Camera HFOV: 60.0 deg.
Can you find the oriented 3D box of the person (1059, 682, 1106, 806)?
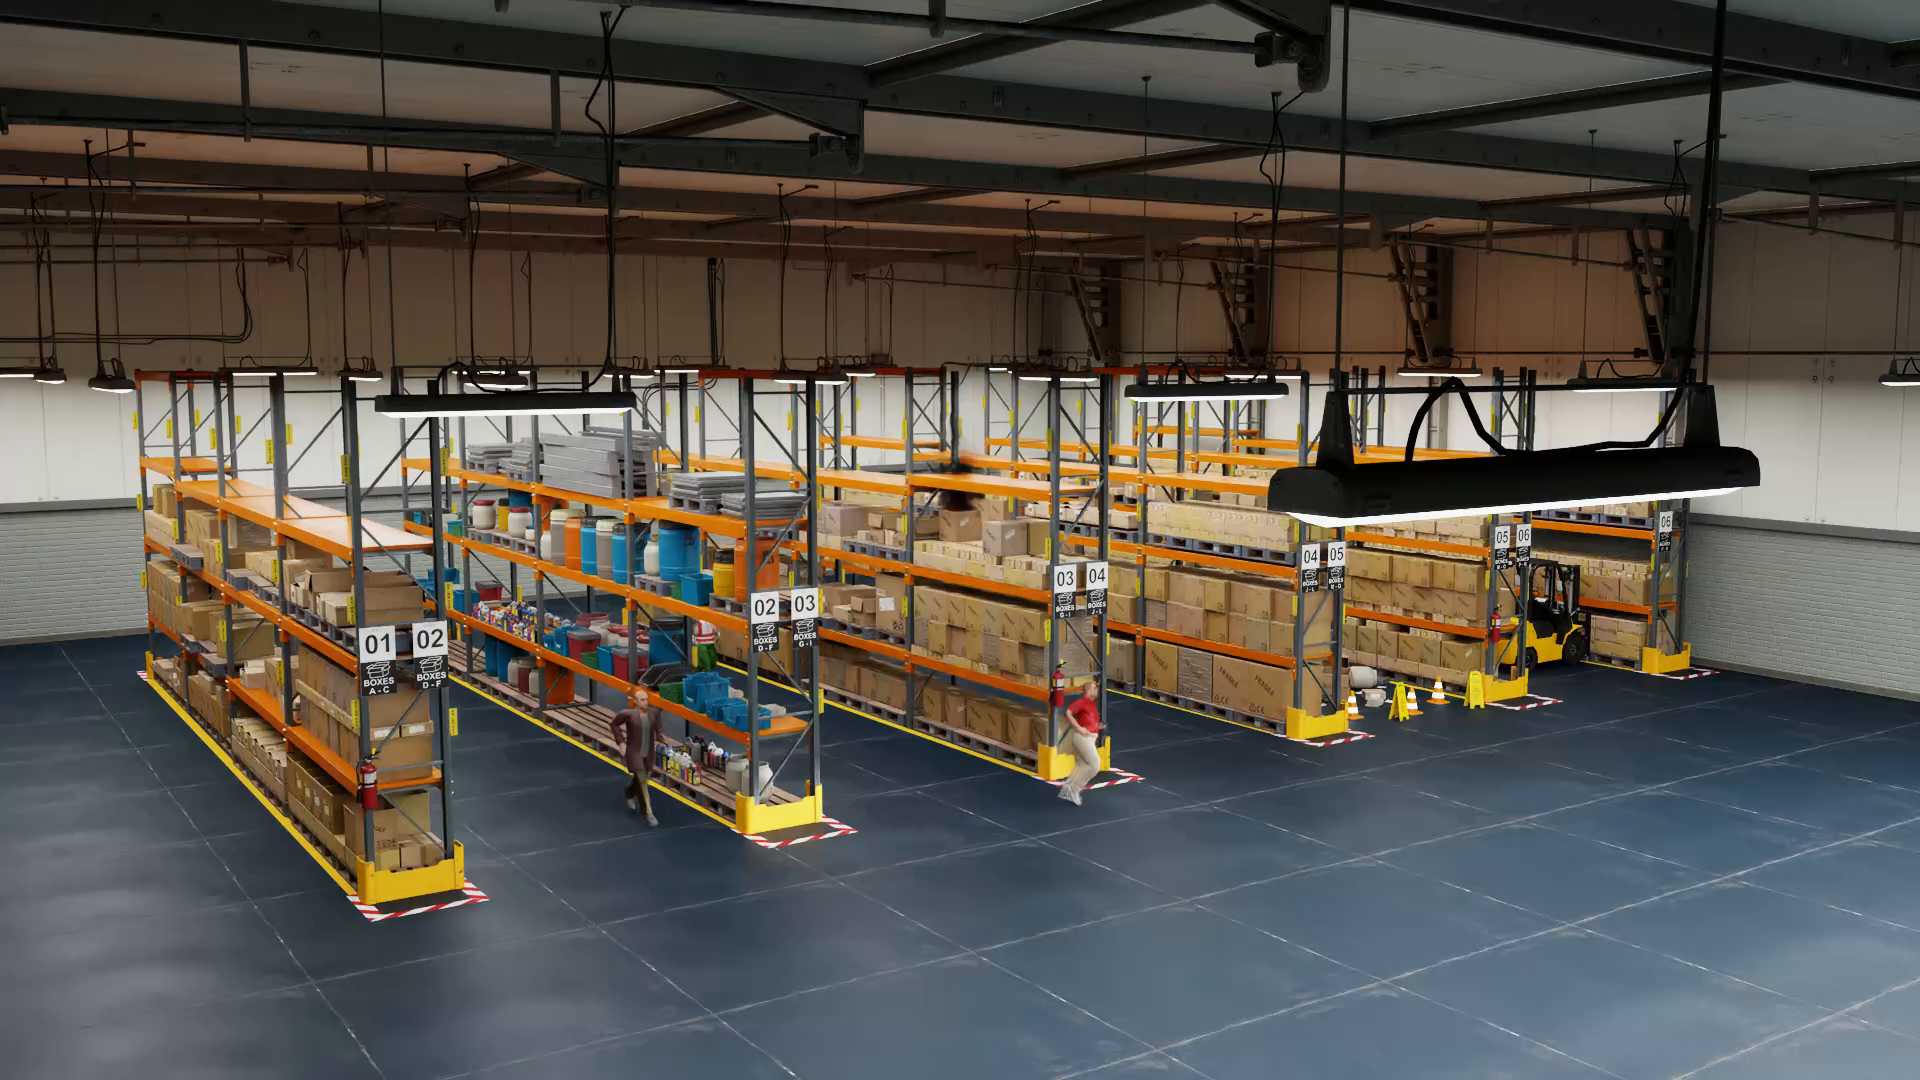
[{"bbox_3d":[1.746,2.860,23.517,0.633,1.693,0.740,2,7,14],"label":"person"}]

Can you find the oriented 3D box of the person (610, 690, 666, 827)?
[{"bbox_3d":[-4.366,2.907,22.552,0.649,1.792,1.050,-6,9,-41],"label":"person"}]

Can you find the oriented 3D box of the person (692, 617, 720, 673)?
[{"bbox_3d":[-4.828,1.942,31.237,0.663,1.748,0.780,-6,9,-42],"label":"person"}]
